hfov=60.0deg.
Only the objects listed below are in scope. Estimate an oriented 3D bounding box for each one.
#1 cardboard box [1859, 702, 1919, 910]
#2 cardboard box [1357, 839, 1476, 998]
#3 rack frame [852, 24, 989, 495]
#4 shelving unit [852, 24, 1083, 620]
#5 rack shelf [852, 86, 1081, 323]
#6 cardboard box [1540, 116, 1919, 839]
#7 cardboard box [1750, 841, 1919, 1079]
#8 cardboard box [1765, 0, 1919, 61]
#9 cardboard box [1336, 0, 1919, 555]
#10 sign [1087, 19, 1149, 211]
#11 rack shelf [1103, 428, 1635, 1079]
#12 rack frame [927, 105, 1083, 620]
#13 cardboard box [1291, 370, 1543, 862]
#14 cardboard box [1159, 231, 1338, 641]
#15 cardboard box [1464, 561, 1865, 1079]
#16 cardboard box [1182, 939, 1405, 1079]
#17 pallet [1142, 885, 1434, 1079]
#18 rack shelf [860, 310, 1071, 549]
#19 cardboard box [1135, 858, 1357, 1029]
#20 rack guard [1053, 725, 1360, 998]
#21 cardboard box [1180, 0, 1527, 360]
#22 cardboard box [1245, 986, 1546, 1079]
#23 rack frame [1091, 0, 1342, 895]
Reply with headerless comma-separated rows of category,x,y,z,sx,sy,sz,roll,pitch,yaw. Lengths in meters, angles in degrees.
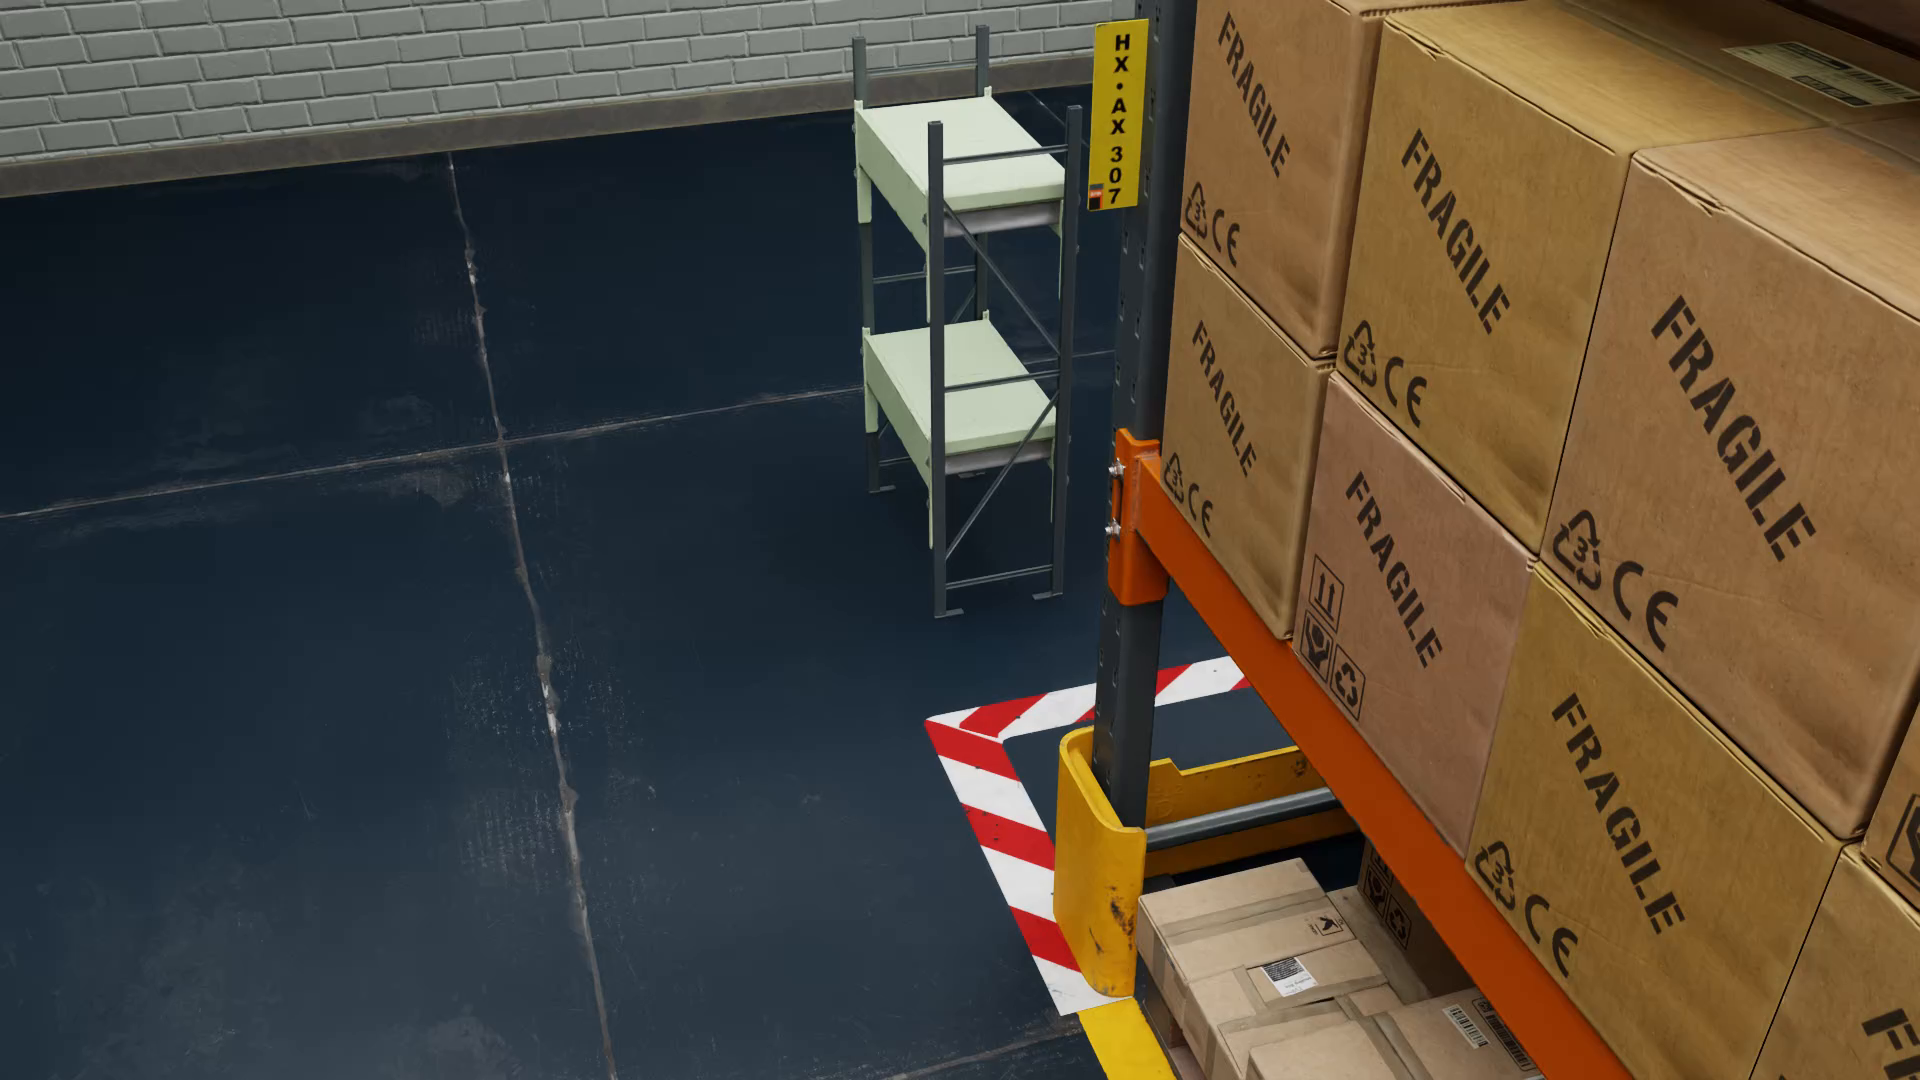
cardboard box,1.143,0.172,1.272,0.500,0.500,0.500,-10,35,-15
cardboard box,1.188,0.653,3.409,0.500,0.500,0.500,-10,35,-15
rack frame,-0.110,-0.814,5.122,0.400,1.500,0.023,-10,35,-15
shelving unit,0.002,-0.622,4.831,0.431,1.500,0.755,-10,35,-15
rack shelf,0.002,-0.948,4.616,0.431,0.370,0.720,-10,35,-15
cardboard box,0.987,-0.095,1.675,0.500,0.500,0.500,-10,35,-14
cardboard box,1.136,0.582,1.557,0.500,0.500,0.500,-10,35,-14
cardboard box,1.340,-0.456,2.222,0.500,0.500,0.500,-9,35,-13
cardboard box,0.839,-0.358,2.074,0.500,0.500,0.500,-10,35,-14
sign,0.271,-0.720,2.833,0.100,0.325,0.005,-10,35,-15
rack shelf,1.398,0.900,1.819,1.077,0.370,4.000,-10,35,-15
rack frame,0.114,-0.430,4.540,0.400,1.500,0.023,-10,35,-15
cardboard box,0.835,0.056,2.354,0.500,0.500,0.500,-10,35,-15
cardboard box,0.672,-0.214,2.763,0.500,0.500,0.500,-9,35,-14
cardboard box,0.985,0.320,1.955,0.500,0.500,0.500,-10,35,-15
cardboard box,0.665,0.957,3.251,0.380,0.166,0.250,-10,35,-15
pallet,1.055,1.172,3.285,1.003,0.211,1.213,-10,35,-15
rack shelf,0.002,-0.350,5.011,0.431,0.370,0.720,-10,35,-15
cardboard box,0.588,0.834,3.455,0.380,0.149,0.250,-10,35,-15
rack guard,0.811,0.633,3.839,1.175,0.500,0.348,-10,35,-15
cardboard box,0.672,-0.632,2.487,0.500,0.500,0.500,-9,35,-13
cardboard box,0.836,1.109,2.945,0.500,0.250,0.500,-10,35,-15
rack frame,0.788,-0.450,3.210,1.000,3.000,0.127,-10,35,-15
